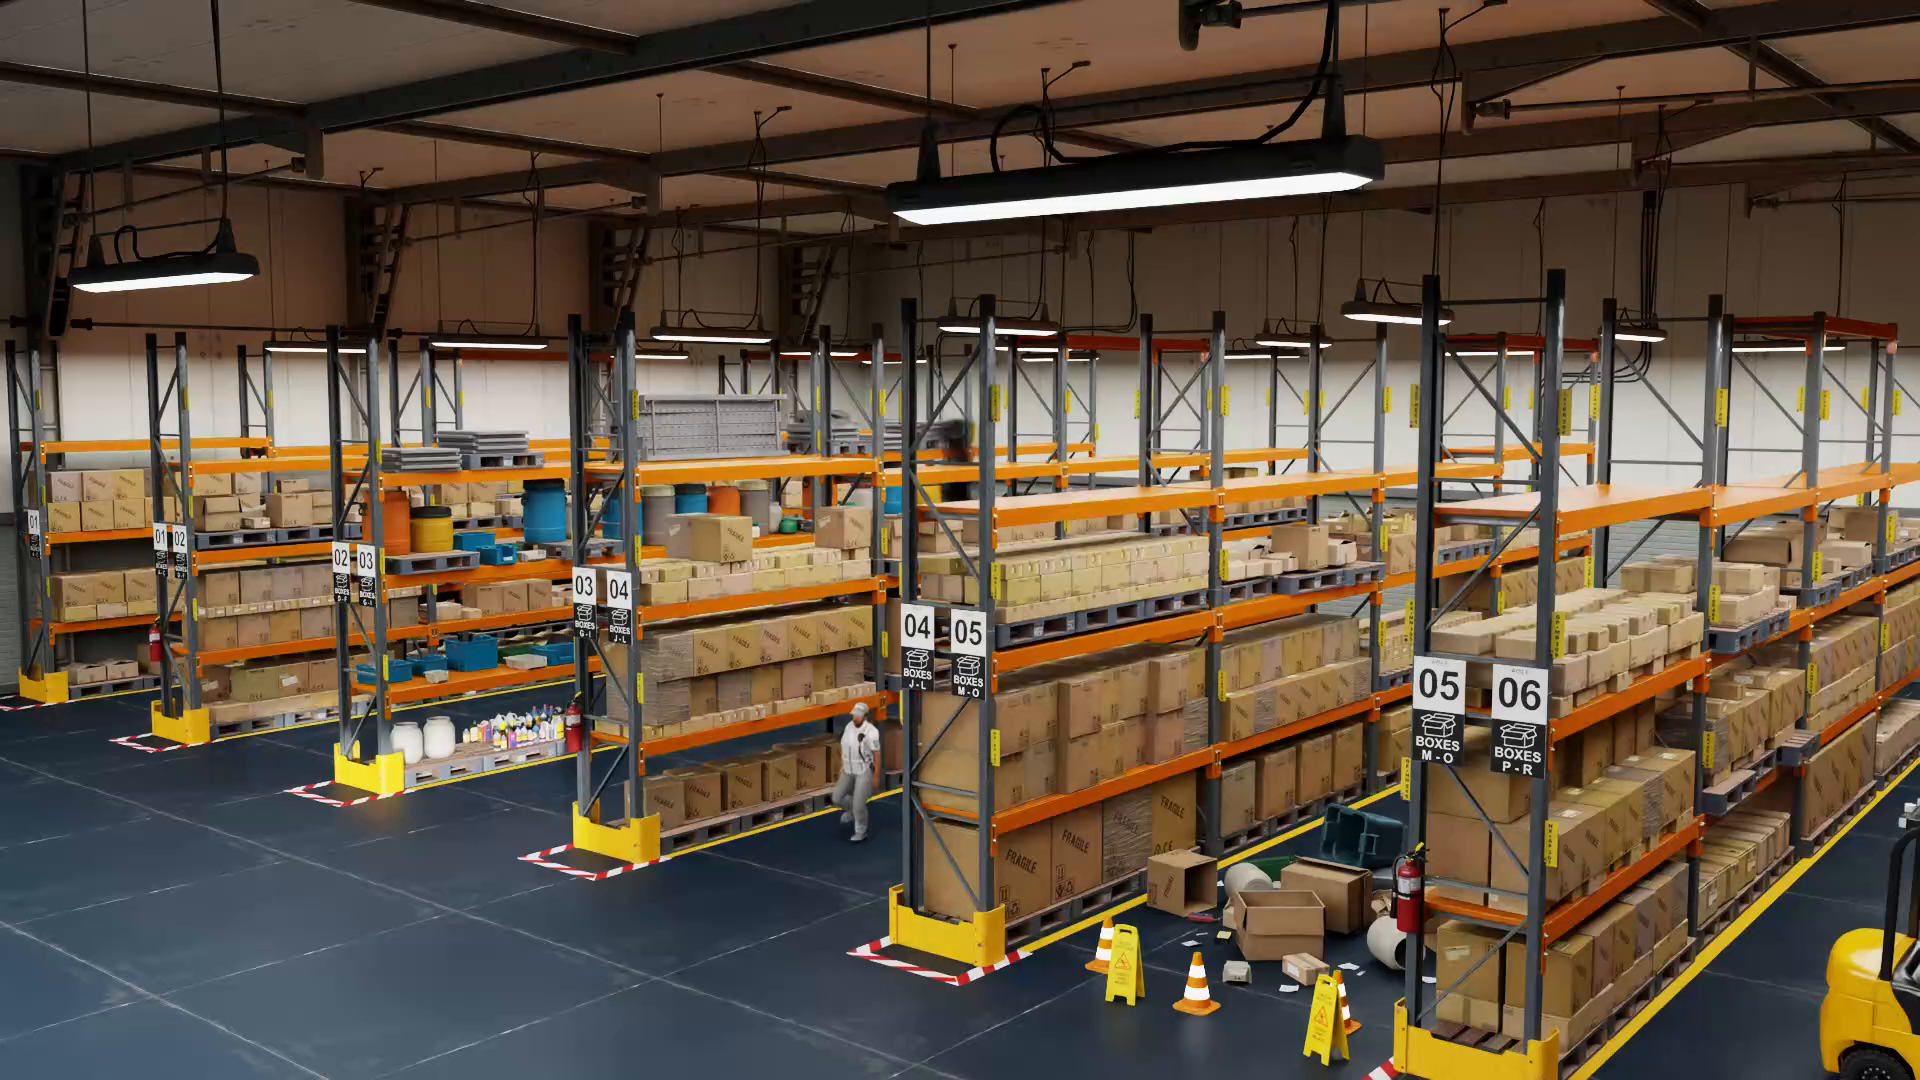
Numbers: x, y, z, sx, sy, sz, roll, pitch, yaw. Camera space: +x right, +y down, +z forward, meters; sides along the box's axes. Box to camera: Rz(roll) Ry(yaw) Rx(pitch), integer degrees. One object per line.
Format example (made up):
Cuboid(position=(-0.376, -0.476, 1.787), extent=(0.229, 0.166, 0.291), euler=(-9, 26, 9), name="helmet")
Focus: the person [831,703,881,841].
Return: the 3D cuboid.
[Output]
Cuboid(position=(-1.194, 2.632, 19.186), extent=(0.752, 1.599, 0.581), euler=(4, 6, 35), name="person")
